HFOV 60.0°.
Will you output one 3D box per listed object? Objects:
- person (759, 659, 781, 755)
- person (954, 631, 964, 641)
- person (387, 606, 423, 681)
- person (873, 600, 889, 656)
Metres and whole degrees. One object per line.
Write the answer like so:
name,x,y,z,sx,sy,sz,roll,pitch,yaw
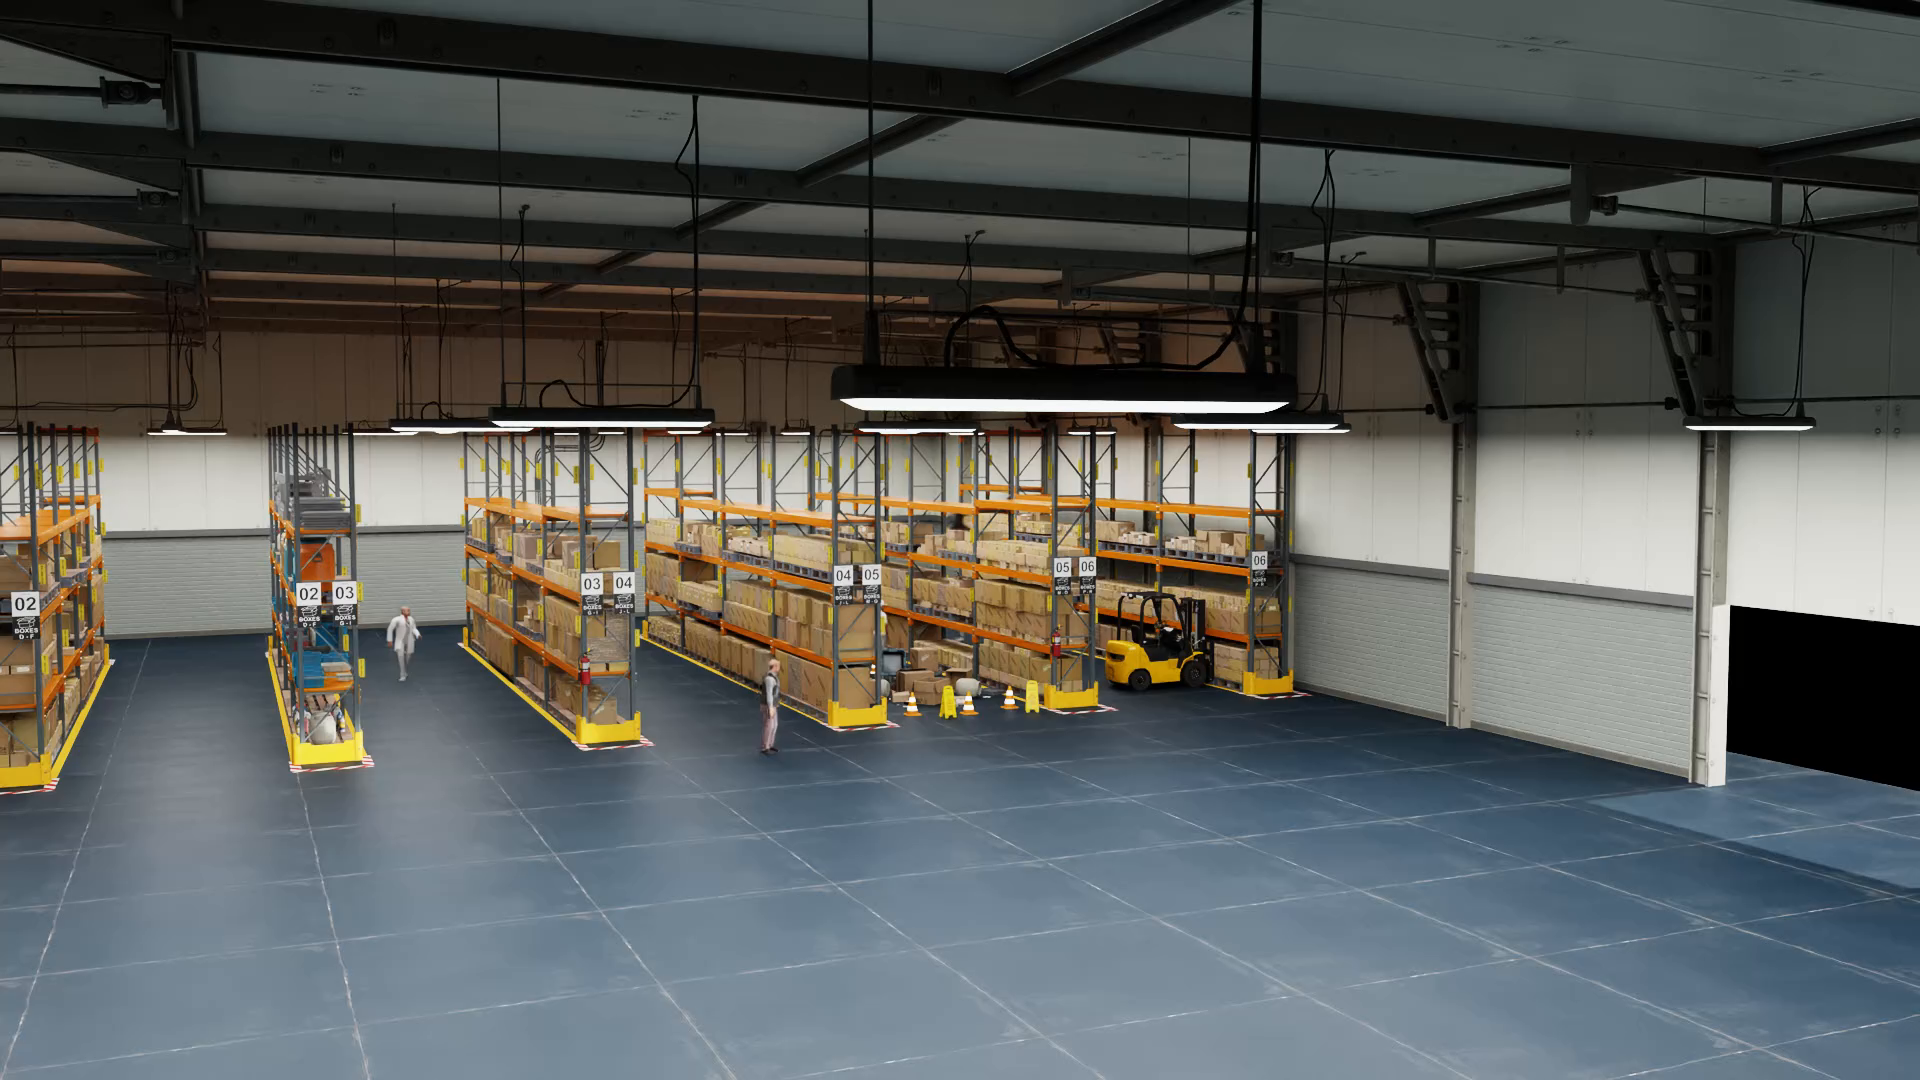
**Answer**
person,-3.454,3.023,30.206,0.389,1.732,0.574,0,3,2
person,-0.041,2.049,47.052,0.339,1.603,0.483,-2,4,-28
person,-13.233,2.476,39.602,0.786,1.814,0.935,-2,4,-26
person,-1.948,2.341,40.765,0.630,1.770,0.417,3,4,39
